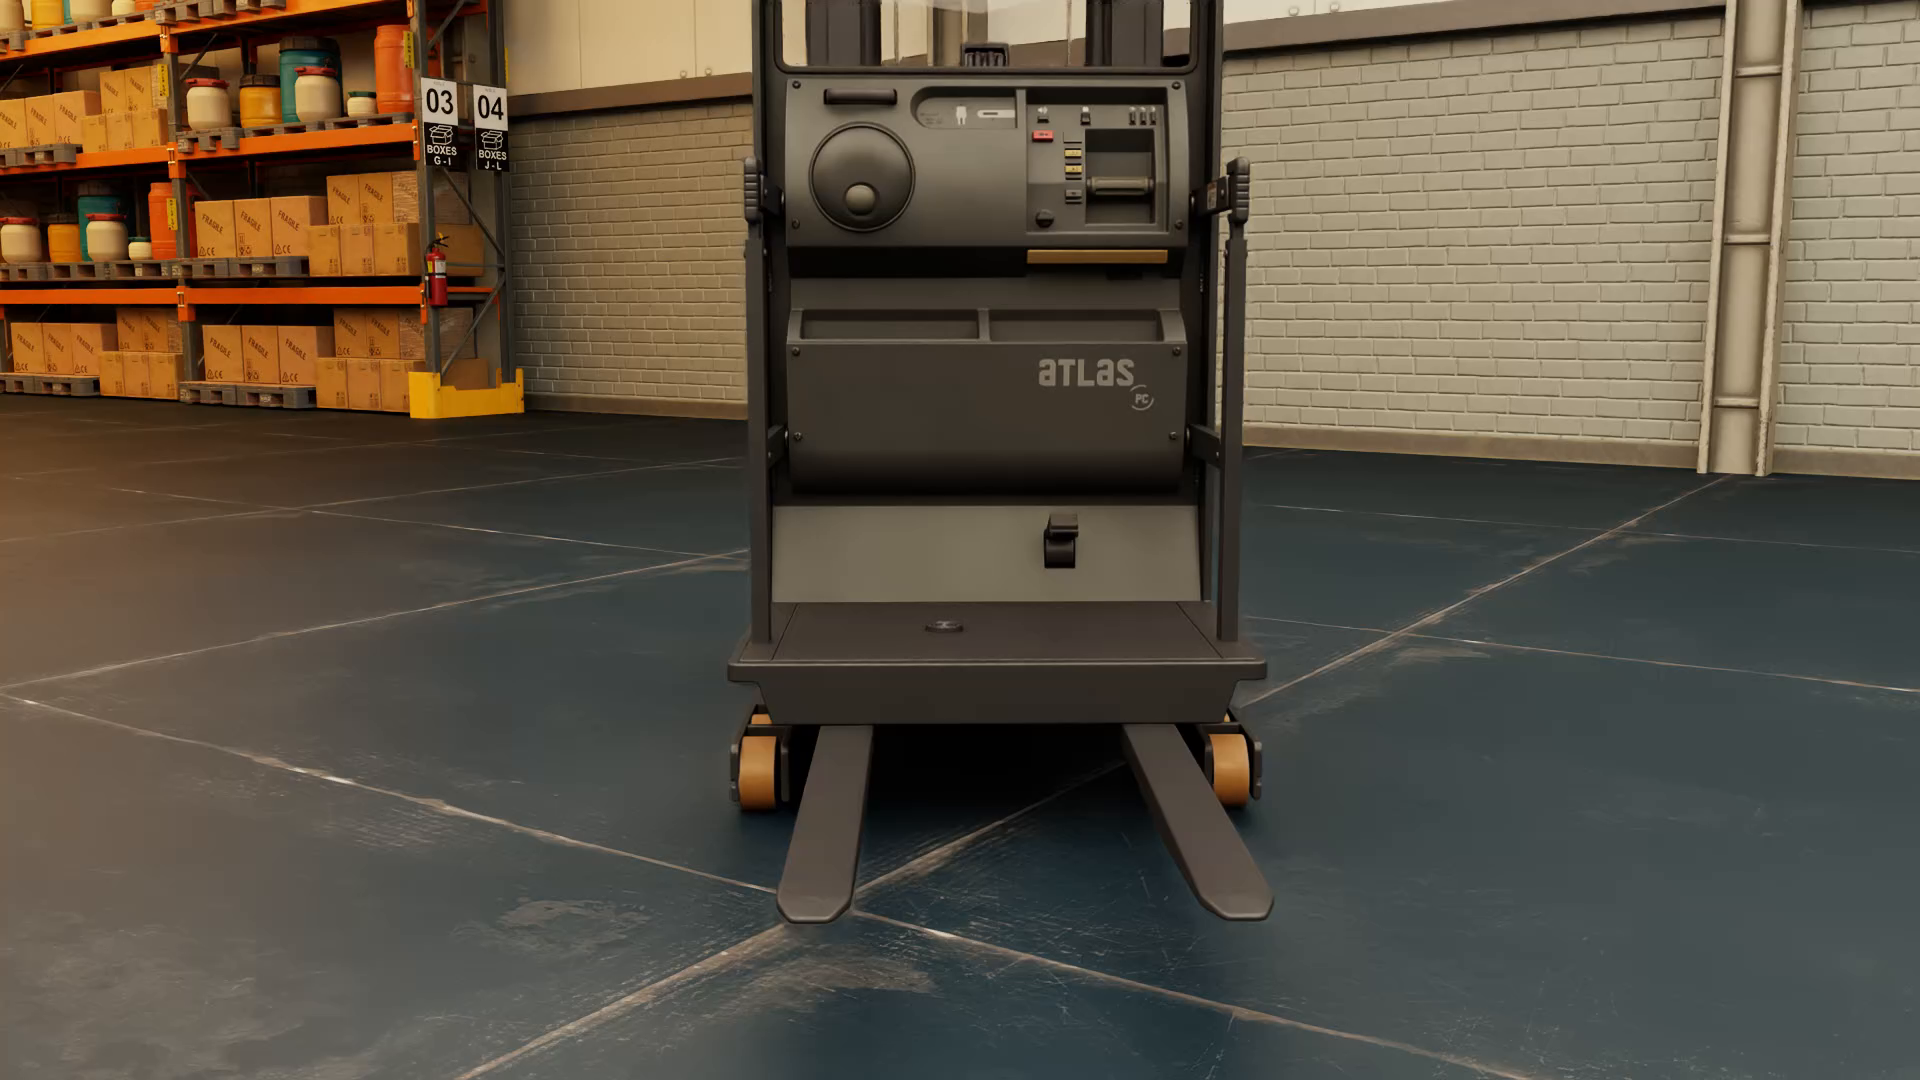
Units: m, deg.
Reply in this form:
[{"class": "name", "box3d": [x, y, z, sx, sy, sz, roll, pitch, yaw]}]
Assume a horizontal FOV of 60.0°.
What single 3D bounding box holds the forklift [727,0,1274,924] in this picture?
[{"class": "forklift", "box3d": [0.068, -0.917, 3.639, 1.130, 2.935, 3.031, 0, 8, -1]}]
